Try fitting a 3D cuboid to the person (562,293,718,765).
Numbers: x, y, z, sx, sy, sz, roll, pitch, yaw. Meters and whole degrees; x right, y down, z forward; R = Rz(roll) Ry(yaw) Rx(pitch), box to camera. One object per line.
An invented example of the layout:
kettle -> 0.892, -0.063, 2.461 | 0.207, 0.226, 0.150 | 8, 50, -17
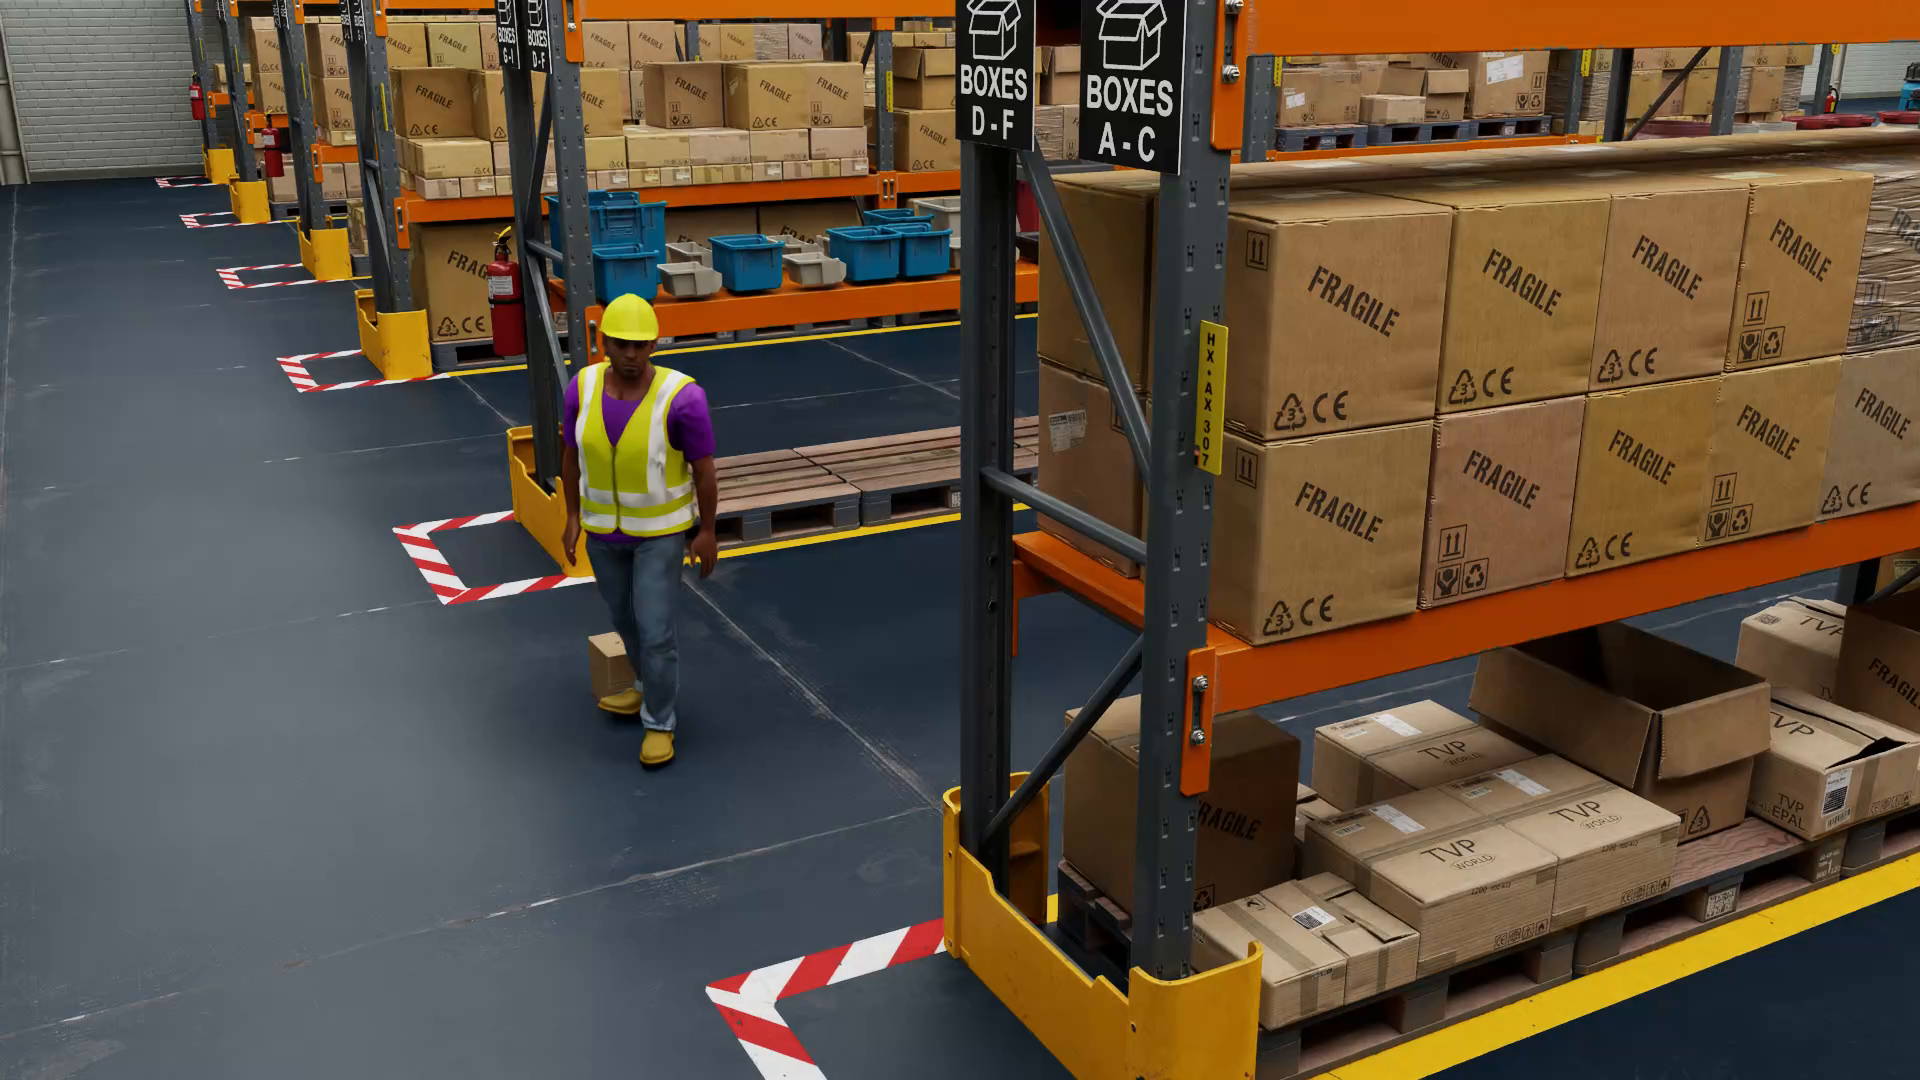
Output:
person -> 4.953, -1.538, 10.671 | 9.965, 1.757, 12.855 | 5, 19, 15
